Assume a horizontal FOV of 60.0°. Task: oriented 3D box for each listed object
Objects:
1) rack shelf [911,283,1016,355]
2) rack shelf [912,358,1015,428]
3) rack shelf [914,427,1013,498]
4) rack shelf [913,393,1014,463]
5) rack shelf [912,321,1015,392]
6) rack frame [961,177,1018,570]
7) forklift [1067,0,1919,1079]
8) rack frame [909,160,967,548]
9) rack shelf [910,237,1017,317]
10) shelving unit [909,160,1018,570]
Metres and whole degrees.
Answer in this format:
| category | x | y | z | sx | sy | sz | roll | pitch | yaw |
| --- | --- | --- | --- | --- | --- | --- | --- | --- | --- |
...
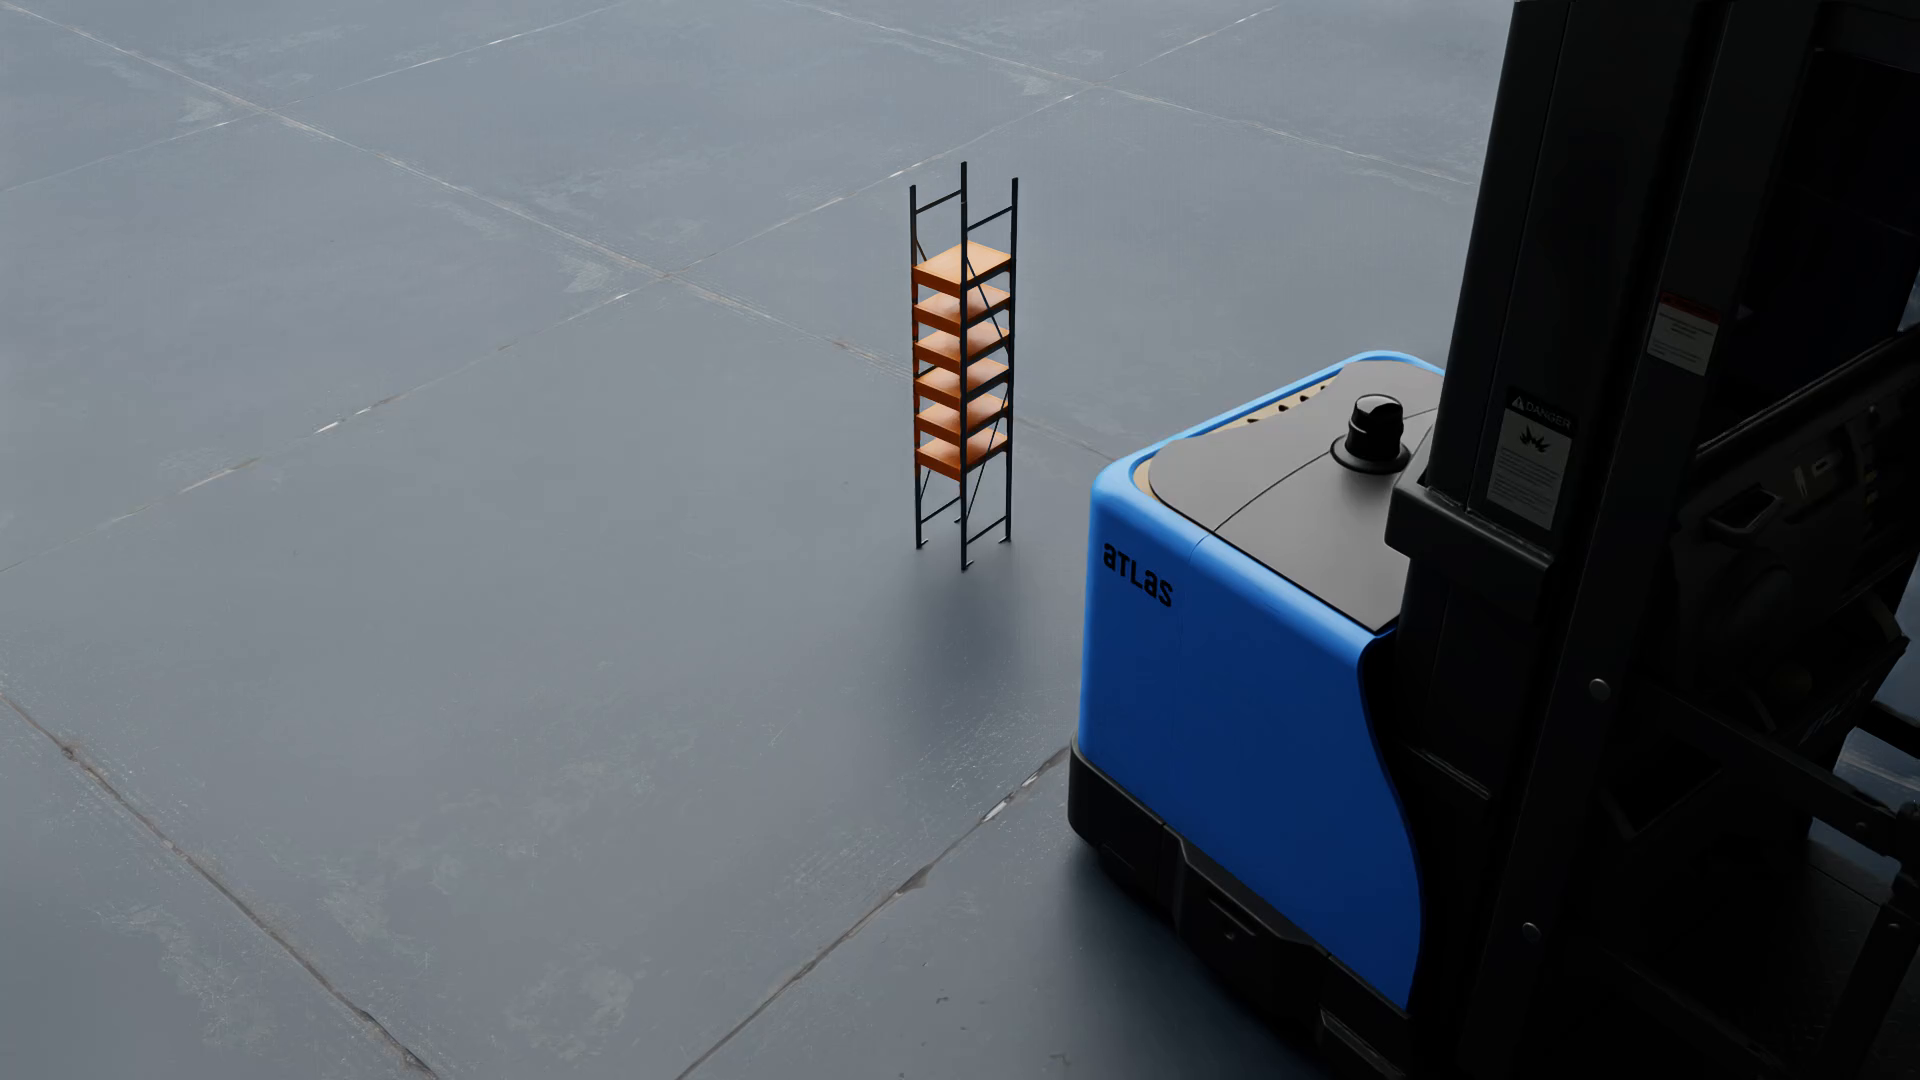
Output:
| category | x | y | z | sx | sy | sz | roll | pitch | yaw |
| --- | --- | --- | --- | --- | --- | --- | --- | --- | --- |
| rack shelf | 0.011 | -0.651 | 4.792 | 0.180 | 0.103 | 0.258 | 25 | 42 | 32 |
| rack shelf | 0.011 | -0.453 | 4.928 | 0.180 | 0.103 | 0.258 | 25 | 42 | 32 |
| rack shelf | 0.011 | -0.255 | 5.064 | 0.180 | 0.103 | 0.258 | 25 | 42 | 32 |
| rack shelf | 0.011 | -0.354 | 4.996 | 0.180 | 0.103 | 0.258 | 25 | 42 | 32 |
| rack shelf | 0.011 | -0.552 | 4.860 | 0.180 | 0.103 | 0.258 | 25 | 42 | 32 |
| rack frame | 0.081 | -0.456 | 4.854 | 0.006 | 1.200 | 0.240 | 25 | 42 | 32 |
| forklift | 1.573 | 0.015 | 2.639 | 1.130 | 2.935 | 3.031 | -24 | 41 | -31 |
| rack frame | -0.059 | -0.522 | 4.951 | 0.006 | 1.200 | 0.240 | 25 | 42 | 32 |
| rack shelf | 0.011 | -0.749 | 4.724 | 0.180 | 0.103 | 0.258 | 25 | 42 | 32 |
| shelving unit | 0.011 | -0.489 | 4.903 | 0.189 | 1.200 | 0.258 | 25 | 42 | 32 |
